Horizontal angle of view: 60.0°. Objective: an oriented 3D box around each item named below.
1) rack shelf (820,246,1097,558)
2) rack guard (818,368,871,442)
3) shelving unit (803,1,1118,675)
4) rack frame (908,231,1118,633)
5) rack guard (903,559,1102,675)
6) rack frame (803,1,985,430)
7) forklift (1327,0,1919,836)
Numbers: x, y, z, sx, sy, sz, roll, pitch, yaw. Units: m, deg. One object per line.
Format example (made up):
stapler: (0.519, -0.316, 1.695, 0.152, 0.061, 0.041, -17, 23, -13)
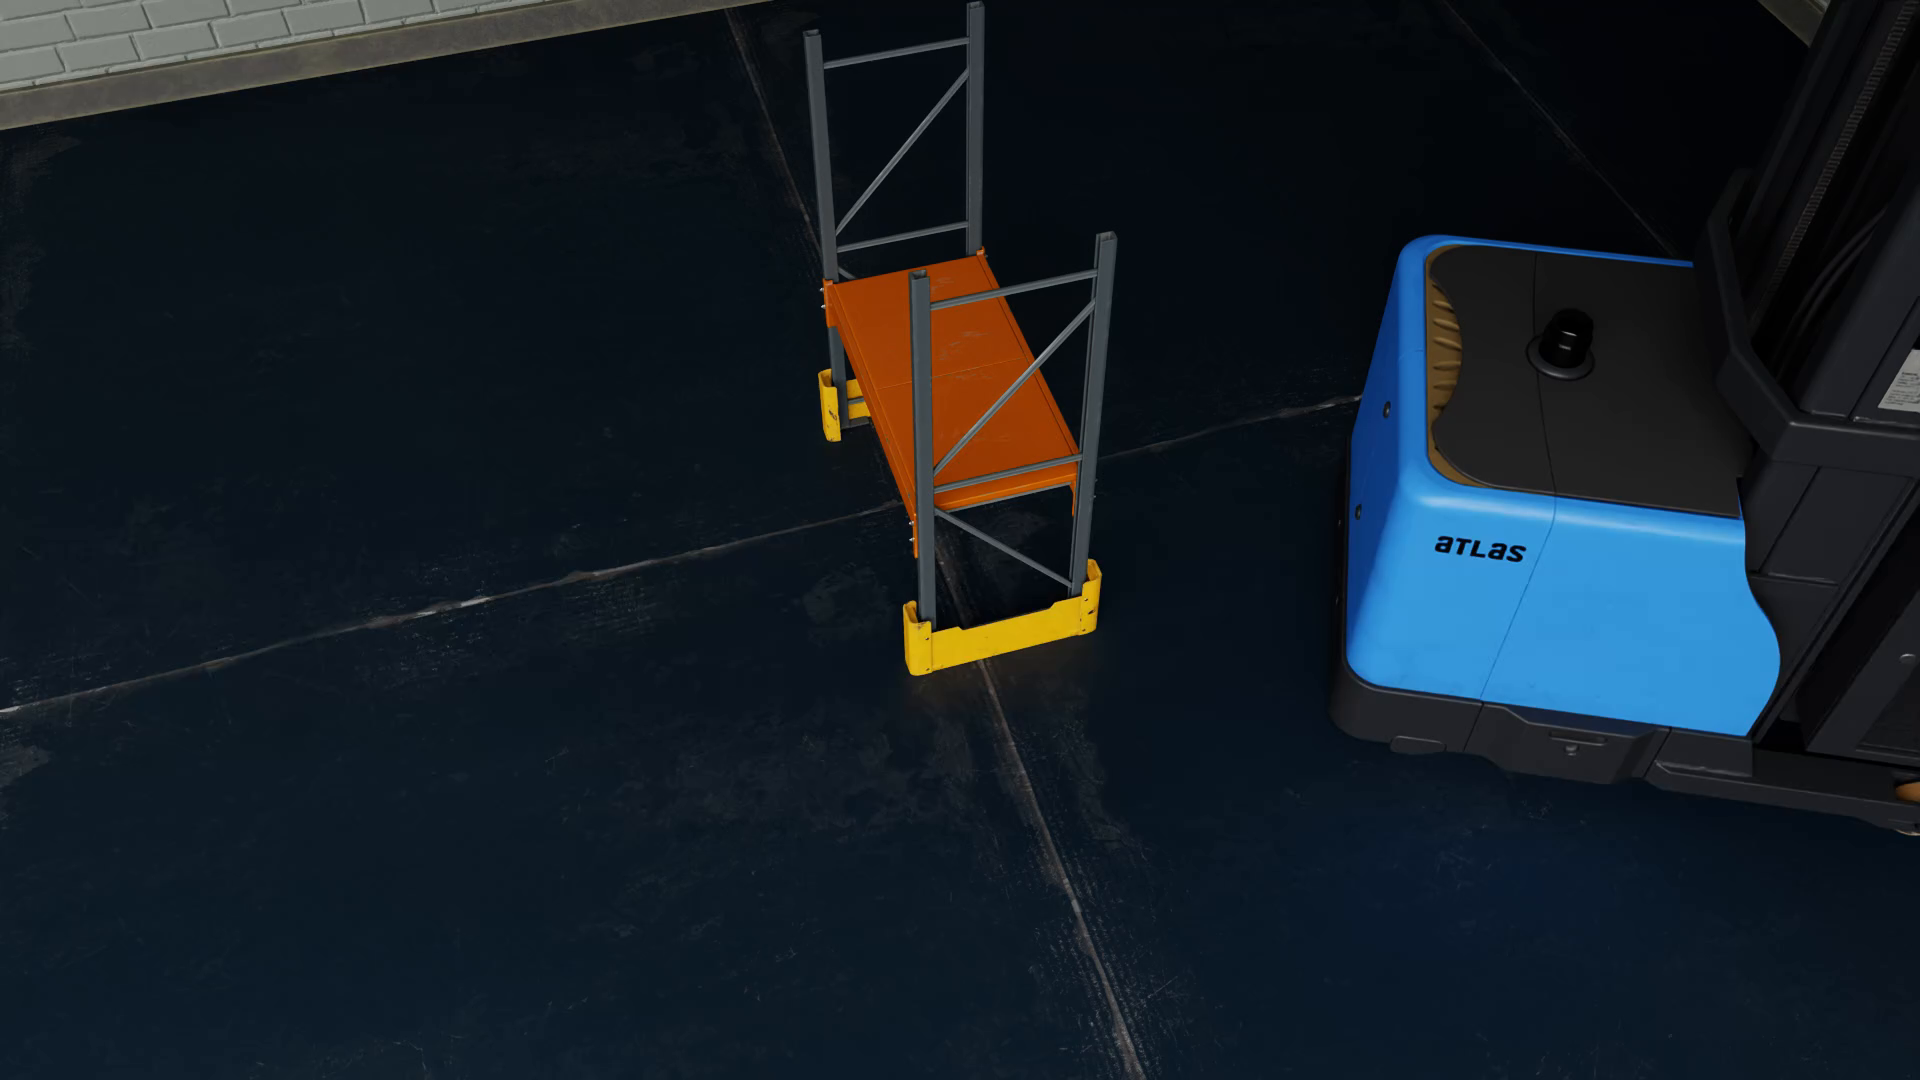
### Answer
rack shelf: (-0.025, -0.430, 4.867, 0.538, 0.185, 1.000, -13, 51, -11)
rack guard: (-0.170, -0.500, 5.508, 0.587, 0.250, 0.087, -13, 51, -11)
shelving unit: (-0.023, -0.539, 4.724, 0.587, 1.500, 1.083, -13, 51, -11)
rack frame: (0.125, -0.174, 4.416, 0.500, 1.500, 0.032, -13, 51, -11)
rack guard: (0.125, 0.227, 4.895, 0.587, 0.250, 0.087, -13, 51, -11)
rack frame: (-0.176, -0.917, 5.042, 0.500, 1.500, 0.032, -13, 51, -11)
forklift: (2.613, -0.550, 3.796, 3.031, 2.935, 1.130, 7, 50, 6)
